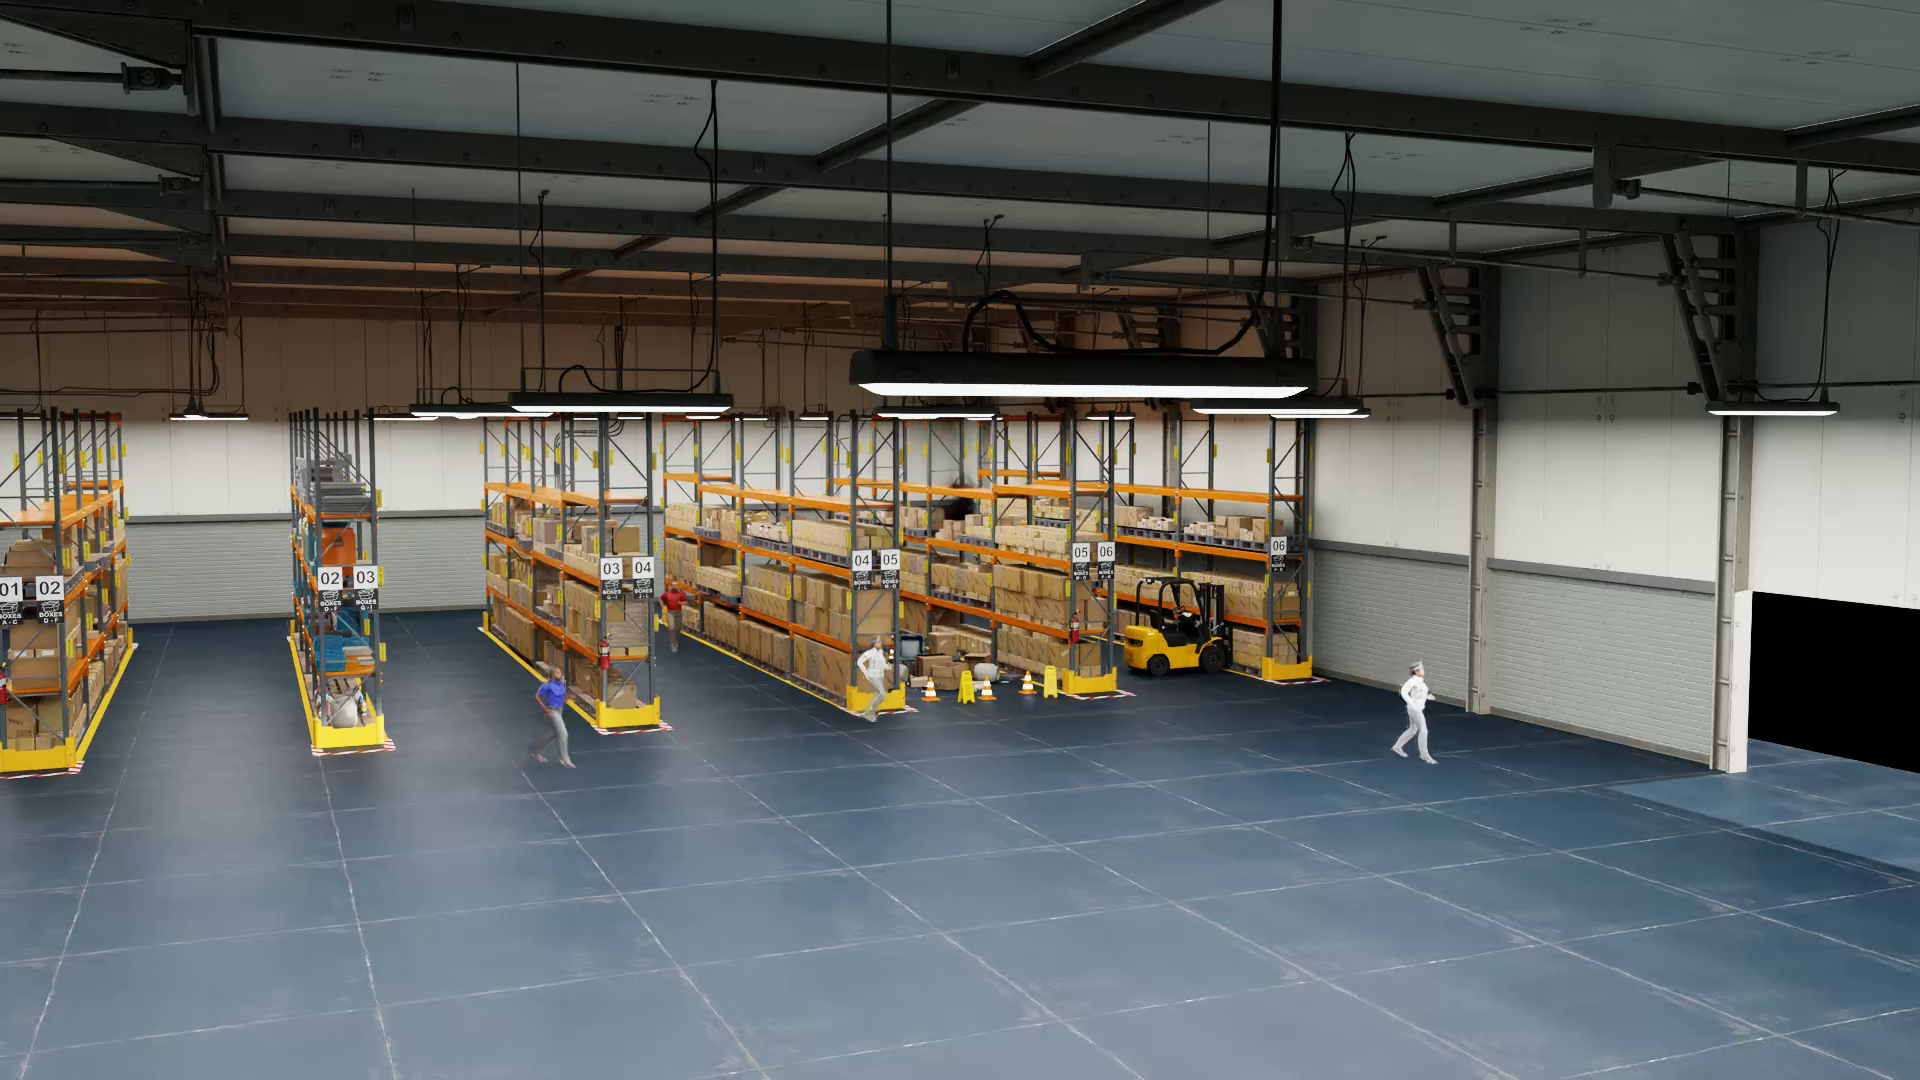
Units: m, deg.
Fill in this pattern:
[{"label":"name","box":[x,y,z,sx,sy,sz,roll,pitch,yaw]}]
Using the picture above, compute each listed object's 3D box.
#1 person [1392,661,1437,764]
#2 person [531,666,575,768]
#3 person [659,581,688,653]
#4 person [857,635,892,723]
[{"label":"person","box":[7.721,2.902,28.181,0.754,1.729,0.608,2,4,25]},{"label":"person","box":[-6.797,2.962,27.809,0.806,1.696,0.555,1,4,10]},{"label":"person","box":[-7.200,1.912,41.898,0.638,1.753,0.932,-2,4,-24]},{"label":"person","box":[-1.598,2.647,31.845,0.664,1.679,0.591,3,5,33]}]
